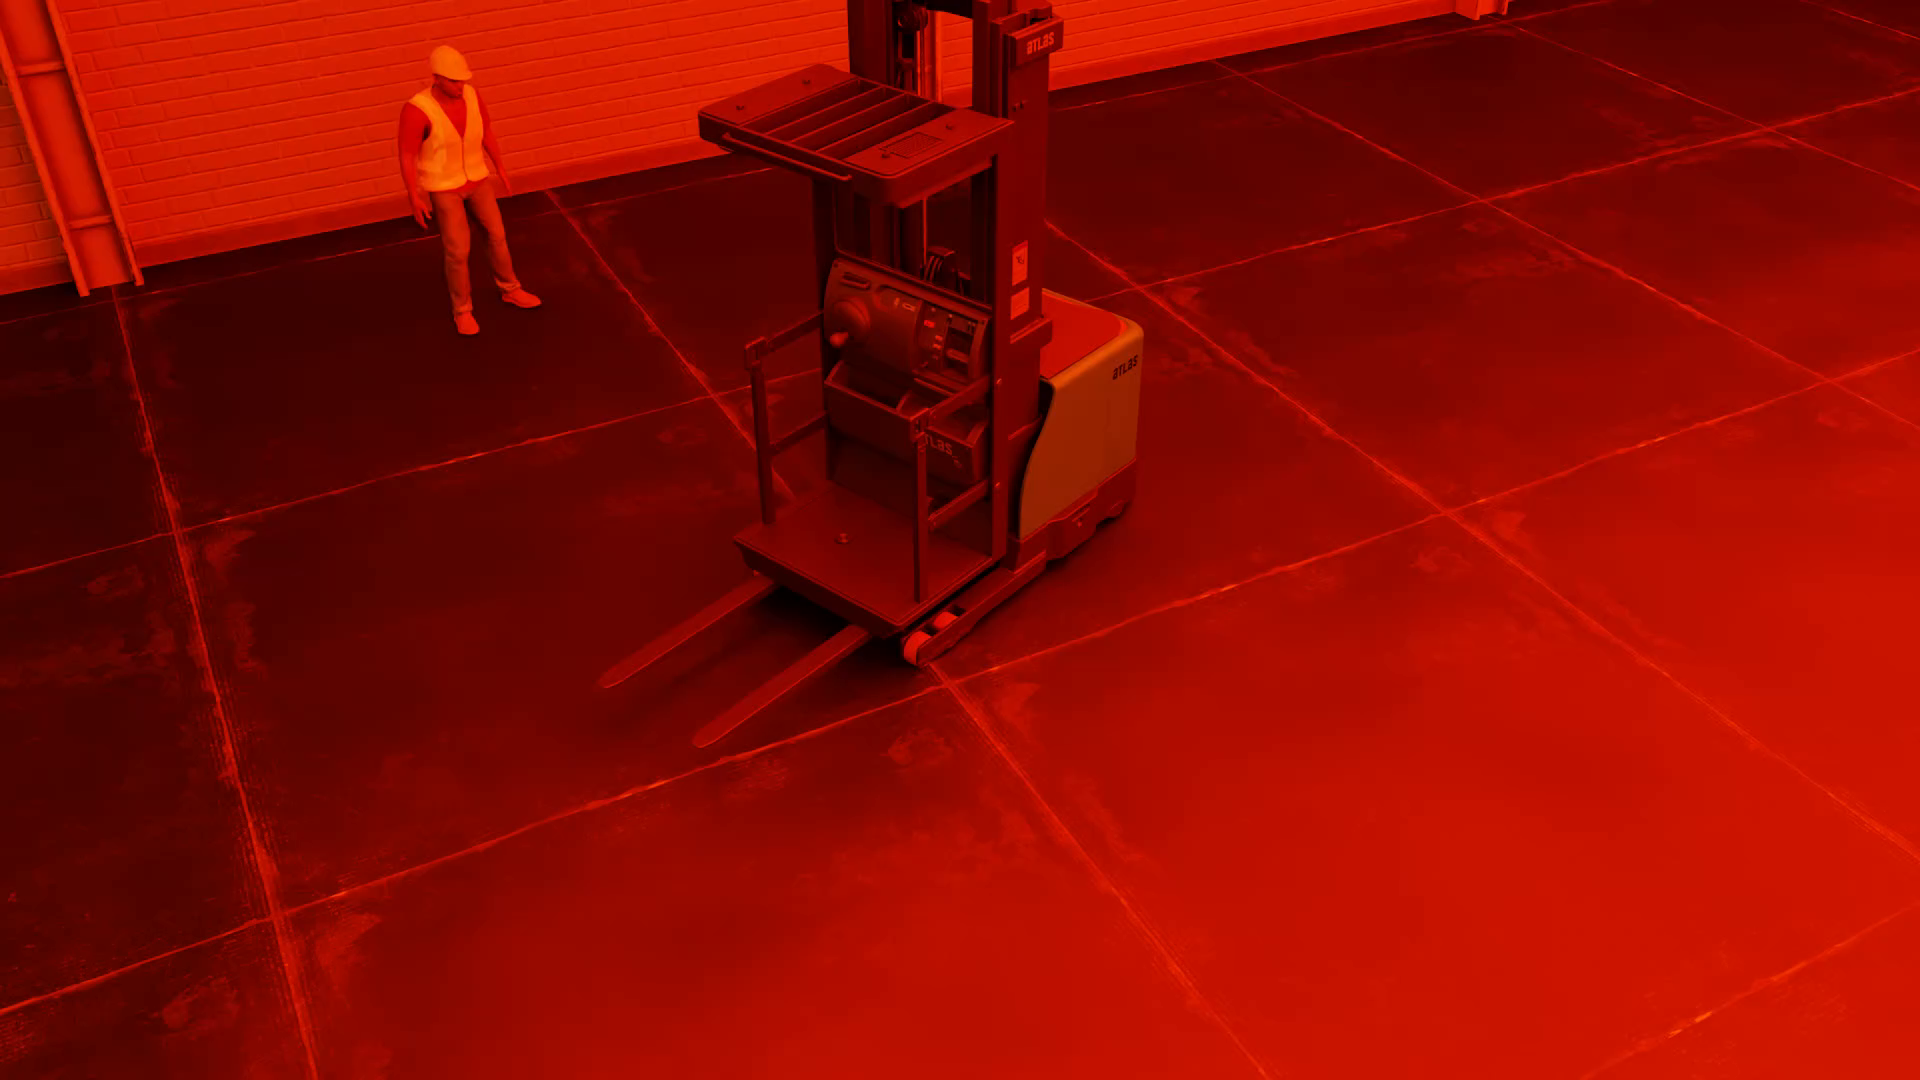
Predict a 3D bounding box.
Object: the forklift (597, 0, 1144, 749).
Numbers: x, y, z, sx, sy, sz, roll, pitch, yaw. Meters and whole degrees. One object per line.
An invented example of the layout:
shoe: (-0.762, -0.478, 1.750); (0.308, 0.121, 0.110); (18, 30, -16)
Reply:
forklift: (-0.390, -0.927, 7.434); (1.130, 2.935, 3.031); (26, 43, 31)

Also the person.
person: (-3.056, -2.167, 10.205); (0.451, 1.762, 0.692); (27, 43, 32)
